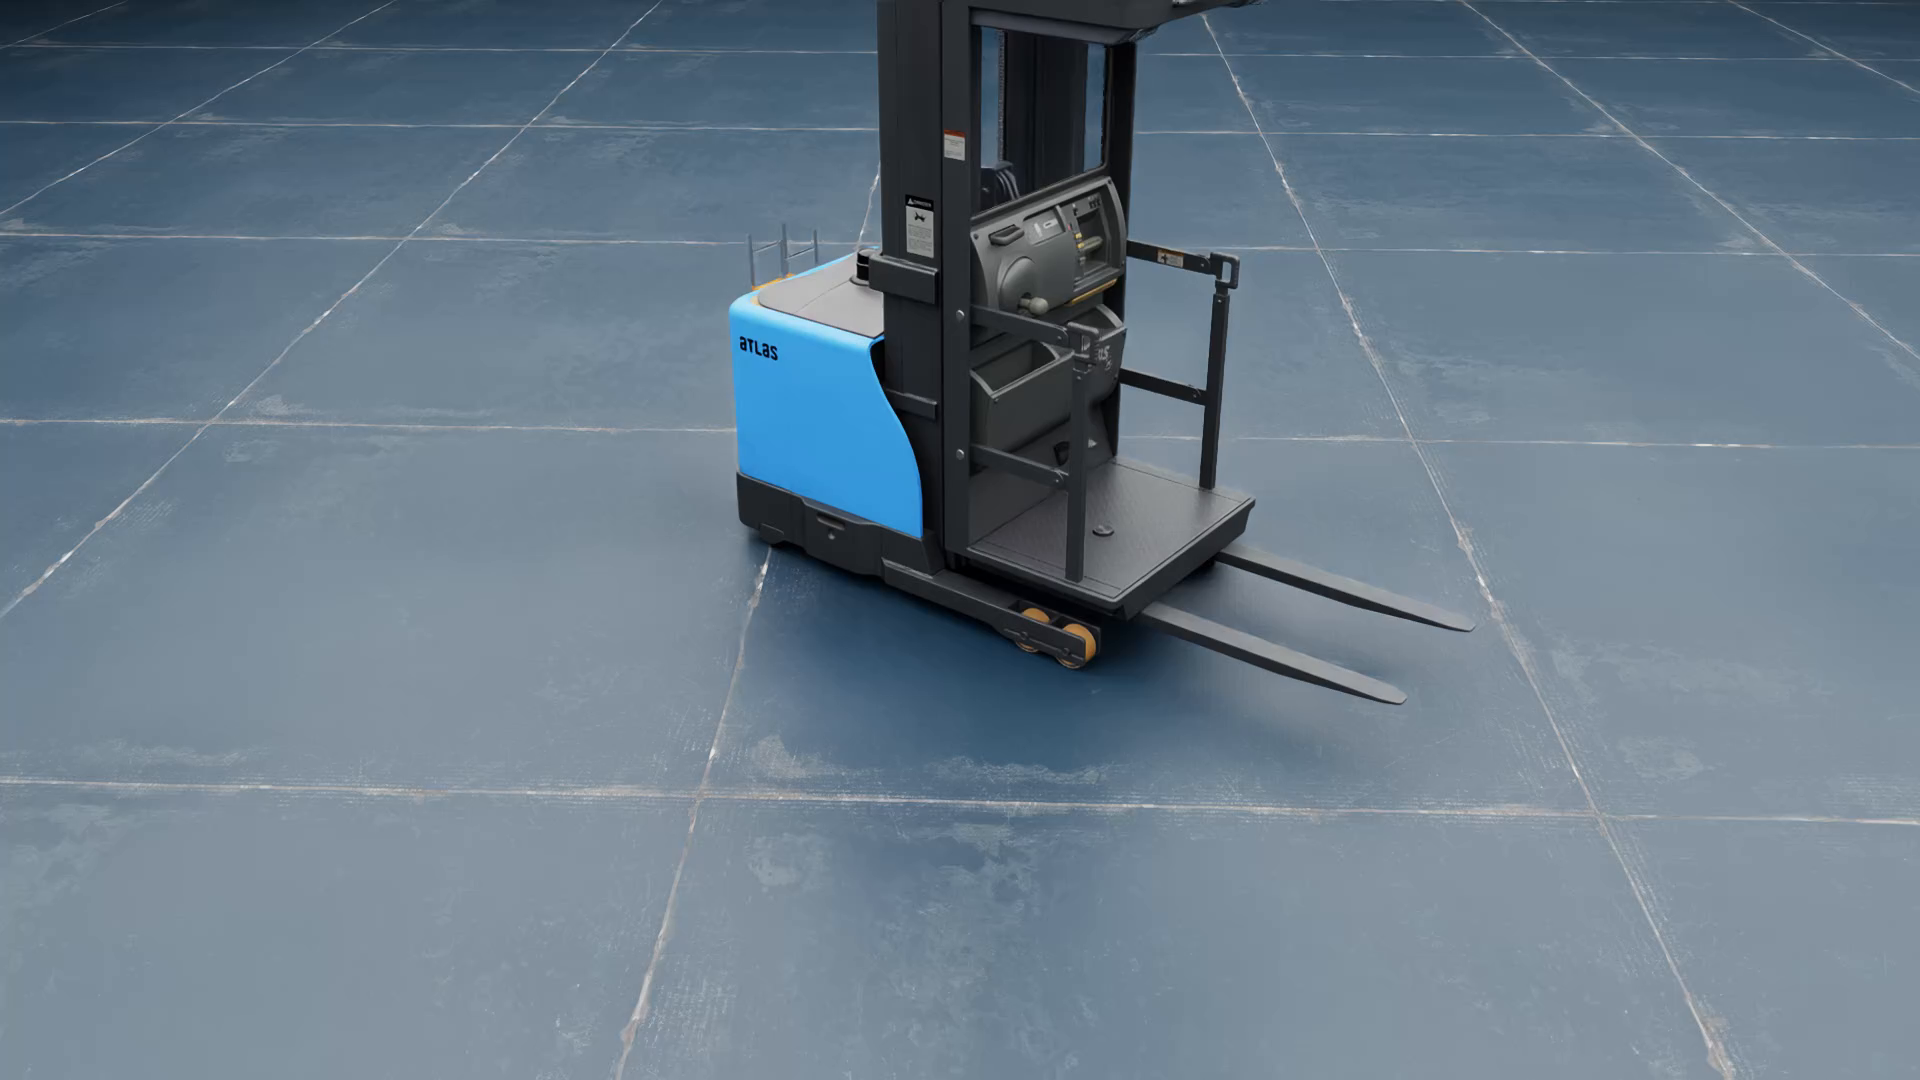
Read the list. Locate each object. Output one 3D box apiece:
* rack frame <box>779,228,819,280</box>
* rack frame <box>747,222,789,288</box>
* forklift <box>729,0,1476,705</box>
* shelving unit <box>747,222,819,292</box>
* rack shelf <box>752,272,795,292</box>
[{"bbox_3d":[-0.685,-0.779,7.430,0.006,1.200,0.240,18,33,33],"label":"rack frame"},{"bbox_3d":[-0.831,-0.827,7.529,0.006,1.200,0.240,18,33,33],"label":"rack frame"},{"bbox_3d":[0.513,-1.088,6.173,3.031,2.935,1.130,20,34,32],"label":"forklift"},{"bbox_3d":[-0.758,-0.803,7.479,0.189,1.200,0.258,18,33,33],"label":"shelving unit"},{"bbox_3d":[-0.764,-1.084,7.336,0.180,0.103,0.258,18,33,33],"label":"rack shelf"}]
